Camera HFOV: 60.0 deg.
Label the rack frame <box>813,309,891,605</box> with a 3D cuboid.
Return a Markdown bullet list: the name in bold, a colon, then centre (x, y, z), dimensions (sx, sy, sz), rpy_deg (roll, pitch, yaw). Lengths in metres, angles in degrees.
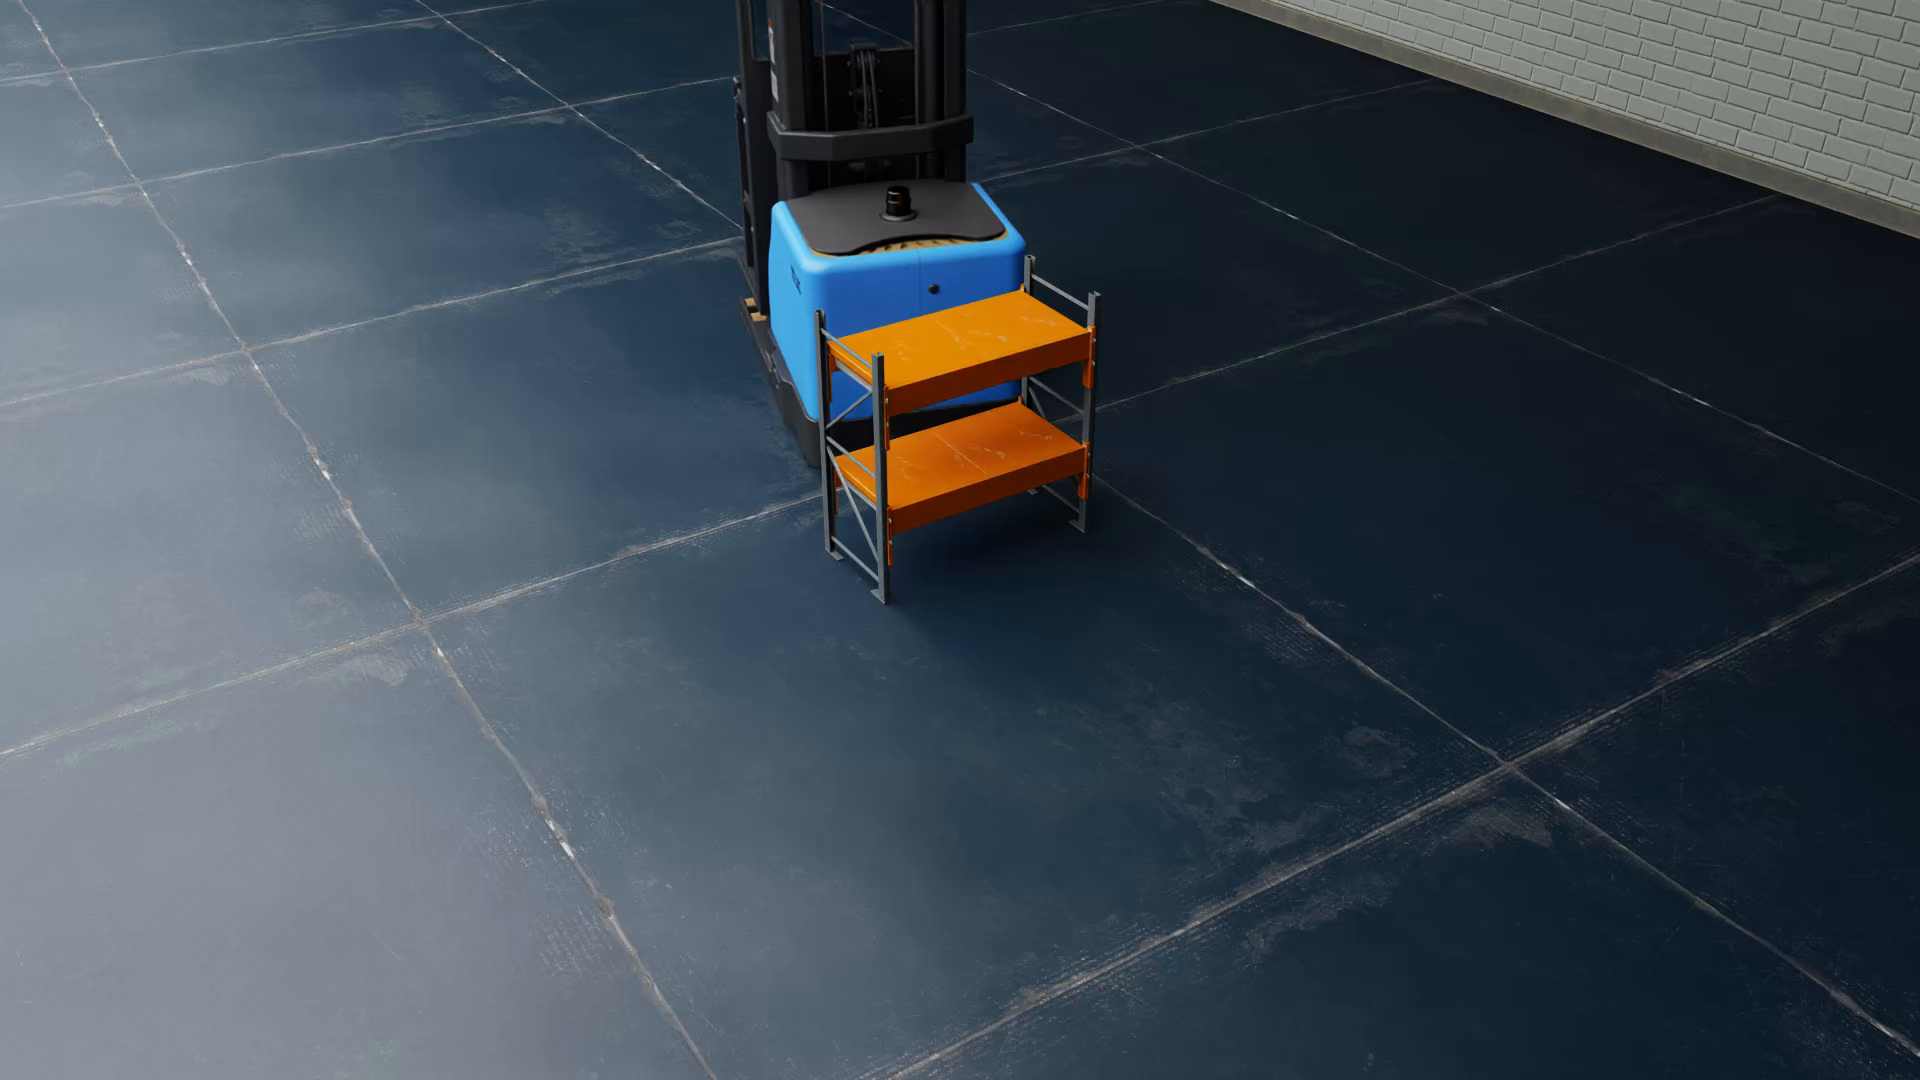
- **rack frame**: centre (-0.433, -0.327, 6.714), dimensions (0.032, 1.125, 0.500), rpy_deg (-19, 37, -27)

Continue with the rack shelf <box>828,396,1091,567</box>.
- **rack shelf**: centre (-0.006, -0.267, 7.077), dimensions (1.000, 0.278, 0.538), rpy_deg (-19, 37, -27)

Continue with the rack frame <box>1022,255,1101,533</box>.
- **rack frame**: centre (0.422, -0.621, 7.180), dimensions (0.032, 1.125, 0.500), rpy_deg (-19, 37, -27)

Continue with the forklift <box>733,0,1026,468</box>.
- **forklift**: centre (-0.575, -2.343, 8.218), dimensions (1.130, 2.935, 3.031), rpy_deg (-8, 33, -13)

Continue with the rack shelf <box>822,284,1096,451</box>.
- **rack shelf**: centre (-0.006, -0.721, 6.791), dimensions (1.000, 0.278, 0.538), rpy_deg (-19, 37, -27)

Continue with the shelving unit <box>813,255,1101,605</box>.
- **shelving unit**: centre (-0.006, -0.474, 6.947), dimensions (1.048, 1.125, 0.538), rpy_deg (-19, 37, -27)
